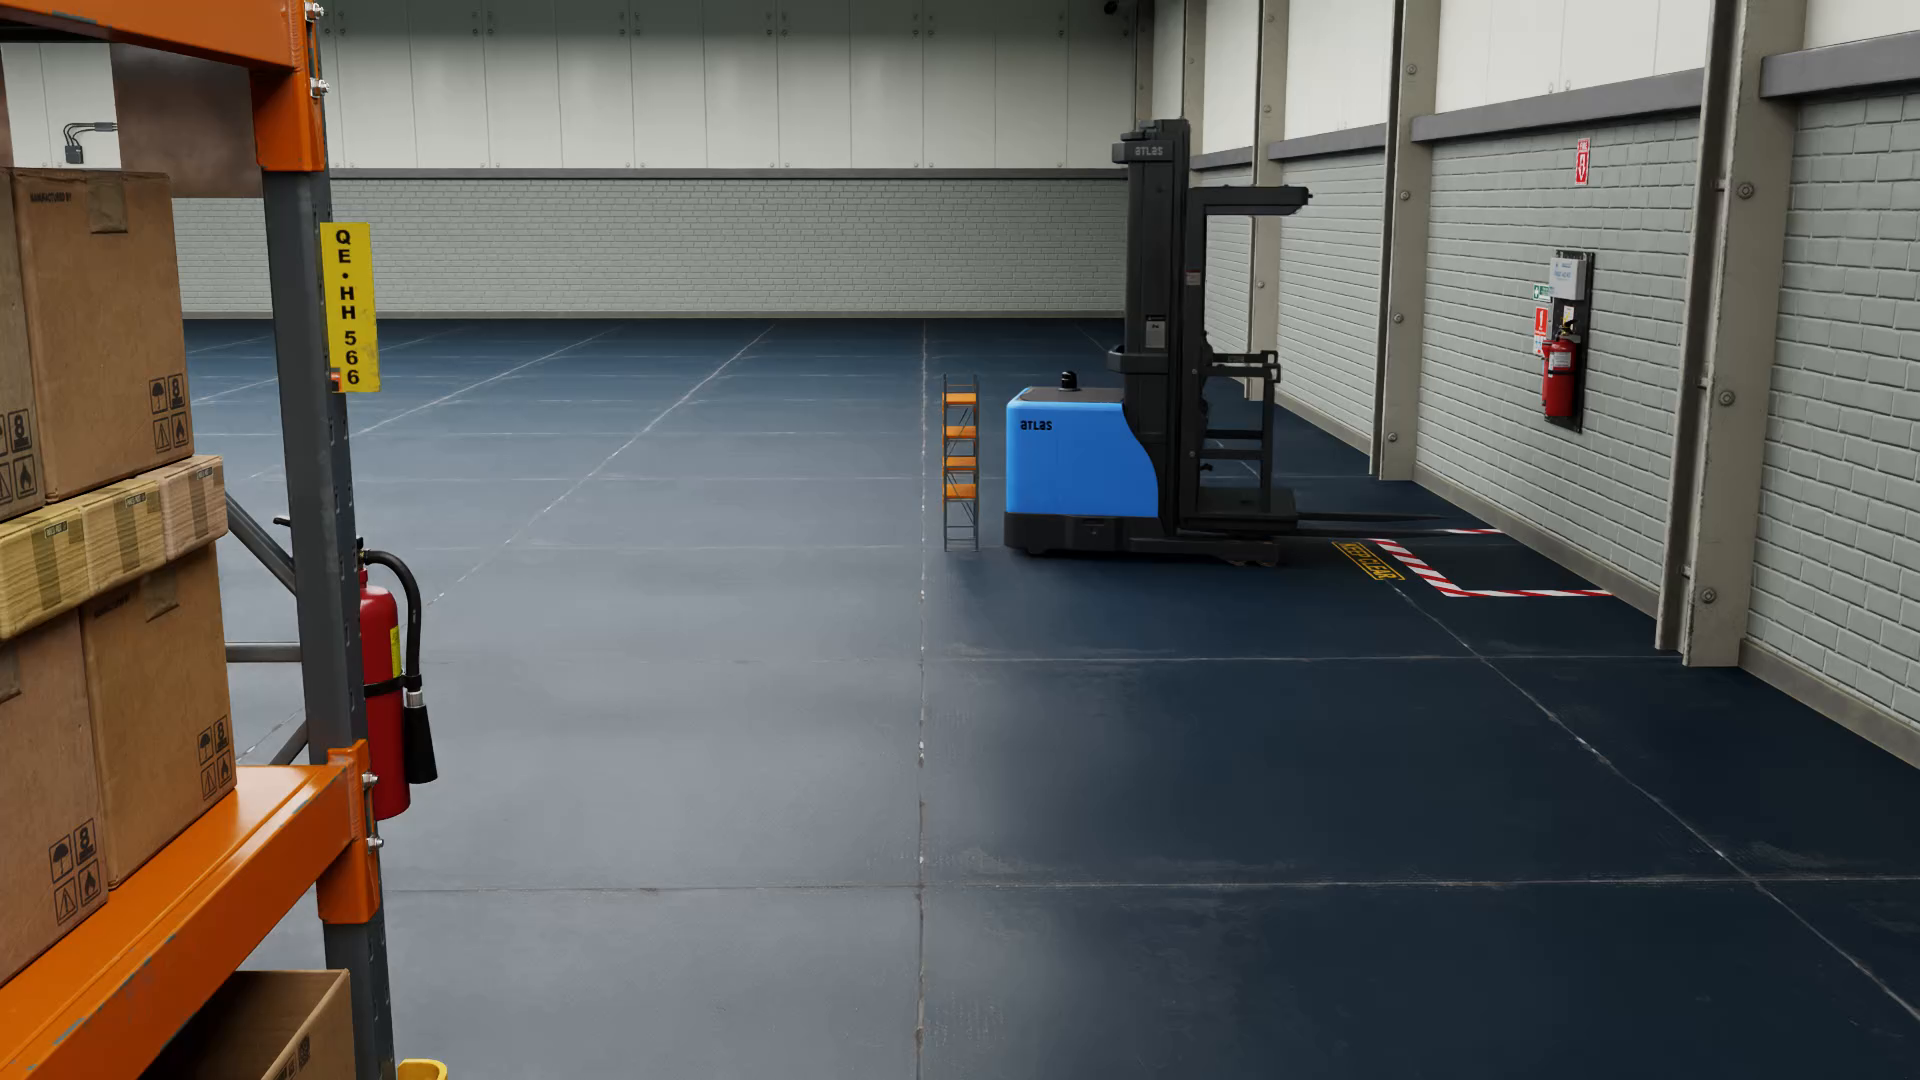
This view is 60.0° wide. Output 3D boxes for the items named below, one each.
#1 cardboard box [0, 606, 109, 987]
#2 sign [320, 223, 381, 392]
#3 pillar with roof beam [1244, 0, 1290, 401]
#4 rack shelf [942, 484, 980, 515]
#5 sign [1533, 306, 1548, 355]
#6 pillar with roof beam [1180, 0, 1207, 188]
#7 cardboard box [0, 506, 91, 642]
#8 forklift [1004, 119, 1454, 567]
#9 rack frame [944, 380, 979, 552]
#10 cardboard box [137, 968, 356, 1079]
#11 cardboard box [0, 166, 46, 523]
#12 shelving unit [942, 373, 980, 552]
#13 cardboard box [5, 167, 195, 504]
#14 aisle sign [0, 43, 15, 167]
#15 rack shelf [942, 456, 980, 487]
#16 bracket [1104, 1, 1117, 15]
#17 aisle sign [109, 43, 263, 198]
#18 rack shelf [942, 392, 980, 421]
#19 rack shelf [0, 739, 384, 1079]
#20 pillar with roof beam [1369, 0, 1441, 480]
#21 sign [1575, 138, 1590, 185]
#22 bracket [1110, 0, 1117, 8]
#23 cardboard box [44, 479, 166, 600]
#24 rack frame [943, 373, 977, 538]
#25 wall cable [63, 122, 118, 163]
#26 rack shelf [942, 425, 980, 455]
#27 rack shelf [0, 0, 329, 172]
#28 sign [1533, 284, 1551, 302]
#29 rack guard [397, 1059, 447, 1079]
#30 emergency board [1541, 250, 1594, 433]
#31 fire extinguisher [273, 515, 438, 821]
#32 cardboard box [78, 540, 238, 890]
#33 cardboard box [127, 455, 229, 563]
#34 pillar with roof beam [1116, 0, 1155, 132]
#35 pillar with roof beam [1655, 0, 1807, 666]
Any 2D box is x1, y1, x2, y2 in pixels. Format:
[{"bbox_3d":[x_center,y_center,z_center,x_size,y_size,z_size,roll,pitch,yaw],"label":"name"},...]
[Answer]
[{"bbox_3d":[-1.712,0.383,2.375,0.700,0.500,0.500,0,11,0],"label":"cardboard box"},{"bbox_3d":[-1.182,-0.448,3.216,0.100,0.325,0.005,0,11,-1],"label":"sign"},{"bbox_3d":[-0.569,-6.151,19.746,9.100,9.000,0.400,0,11,-1],"label":"pillar with roof beam"},{"bbox_3d":[0.003,-0.295,11.830,0.258,0.148,0.480,0,11,-1],"label":"rack shelf"},{"bbox_3d":[4.062,-1.463,11.634,0.001,0.329,0.234,0,11,-1],"label":"sign"},{"bbox_3d":[-0.693,-7.344,25.625,9.100,9.000,0.400,0,11,-1],"label":"pillar with roof beam"},{"bbox_3d":[-1.514,0.046,2.405,0.380,0.149,0.250,0,11,-2],"label":"cardboard box"},{"bbox_3d":[1.869,-1.371,11.446,3.031,2.935,1.130,2,12,9],"label":"forklift"},{"bbox_3d":[0.008,-0.507,11.539,0.240,1.200,0.015,0,11,-1],"label":"rack frame"},{"bbox_3d":[-1.416,1.114,2.995,0.500,0.500,0.500,0,11,-1],"label":"cardboard box"},{"bbox_3d":[-1.710,-0.242,2.193,0.700,0.500,0.500,-1,11,-3],"label":"cardboard box"},{"bbox_3d":[0.003,-0.555,11.778,0.258,1.200,0.503,0,11,-1],"label":"shelving unit"},{"bbox_3d":[-1.727,-0.347,2.709,0.700,0.500,0.500,0,11,-1],"label":"cardboard box"},{"bbox_3d":[-2.032,-1.051,3.157,0.394,0.787,0.004,0,11,-1],"label":"aisle sign"},{"bbox_3d":[0.003,-0.489,11.791,0.258,0.148,0.480,0,11,-1],"label":"rack shelf"},{"bbox_3d":[3.075,-10.870,33.955,0.235,0.232,0.430,0,11,-1],"label":"bracket"},{"bbox_3d":[-1.432,-1.053,3.169,0.394,0.787,0.004,0,11,-1],"label":"aisle sign"},{"bbox_3d":[0.003,-0.940,11.699,0.258,0.148,0.480,0,11,-1],"label":"rack shelf"},{"bbox_3d":[-1.683,0.985,1.469,1.077,0.370,4.000,0,11,-1],"label":"rack shelf"},{"bbox_3d":[-0.445,-4.958,13.867,9.100,9.000,0.400,0,11,-1],"label":"pillar with roof beam"},{"bbox_3d":[4.070,-2.473,10.873,0.001,0.298,0.199,0,11,-1],"label":"sign"},{"bbox_3d":[3.087,-10.753,33.376,0.076,0.066,3.189,0,11,-1],"label":"bracket"},{"bbox_3d":[-1.519,-0.005,2.656,0.380,0.149,0.250,0,11,0],"label":"cardboard box"},{"bbox_3d":[-0.002,-0.604,12.017,0.240,1.200,0.015,0,11,-1],"label":"rack frame"},{"bbox_3d":[-17.253,-10.718,33.705,2.305,6.003,0.169,0,11,-1],"label":"wall cable"},{"bbox_3d":[0.003,-0.708,11.747,0.258,0.148,0.480,0,11,-1],"label":"rack shelf"},{"bbox_3d":[-1.683,-0.485,1.171,1.077,0.370,4.000,0,11,-1],"label":"rack shelf"},{"bbox_3d":[4.053,-1.721,11.577,0.001,0.109,0.331,0,11,-1],"label":"sign"},{"bbox_3d":[-1.725,1.455,3.629,1.175,0.500,0.348,0,11,-1],"label":"rack guard"},{"bbox_3d":[3.970,-1.335,11.094,0.194,1.169,0.643,0,11,-1],"label":"emergency board"},{"bbox_3d":[-1.263,0.247,3.490,0.296,0.674,0.183,0,11,-1],"label":"fire extinguisher"},{"bbox_3d":[-1.728,0.279,2.889,0.700,0.500,0.500,0,11,-1],"label":"cardboard box"},{"bbox_3d":[-1.526,-0.057,2.912,0.380,0.149,0.250,0,11,-2],"label":"cardboard box"},{"bbox_3d":[-0.817,-8.537,31.504,9.100,9.000,0.548,0,11,-1],"label":"pillar with roof beam"},{"bbox_3d":[-0.321,-3.766,7.988,9.100,9.000,0.400,0,11,-1],"label":"pillar with roof beam"}]
